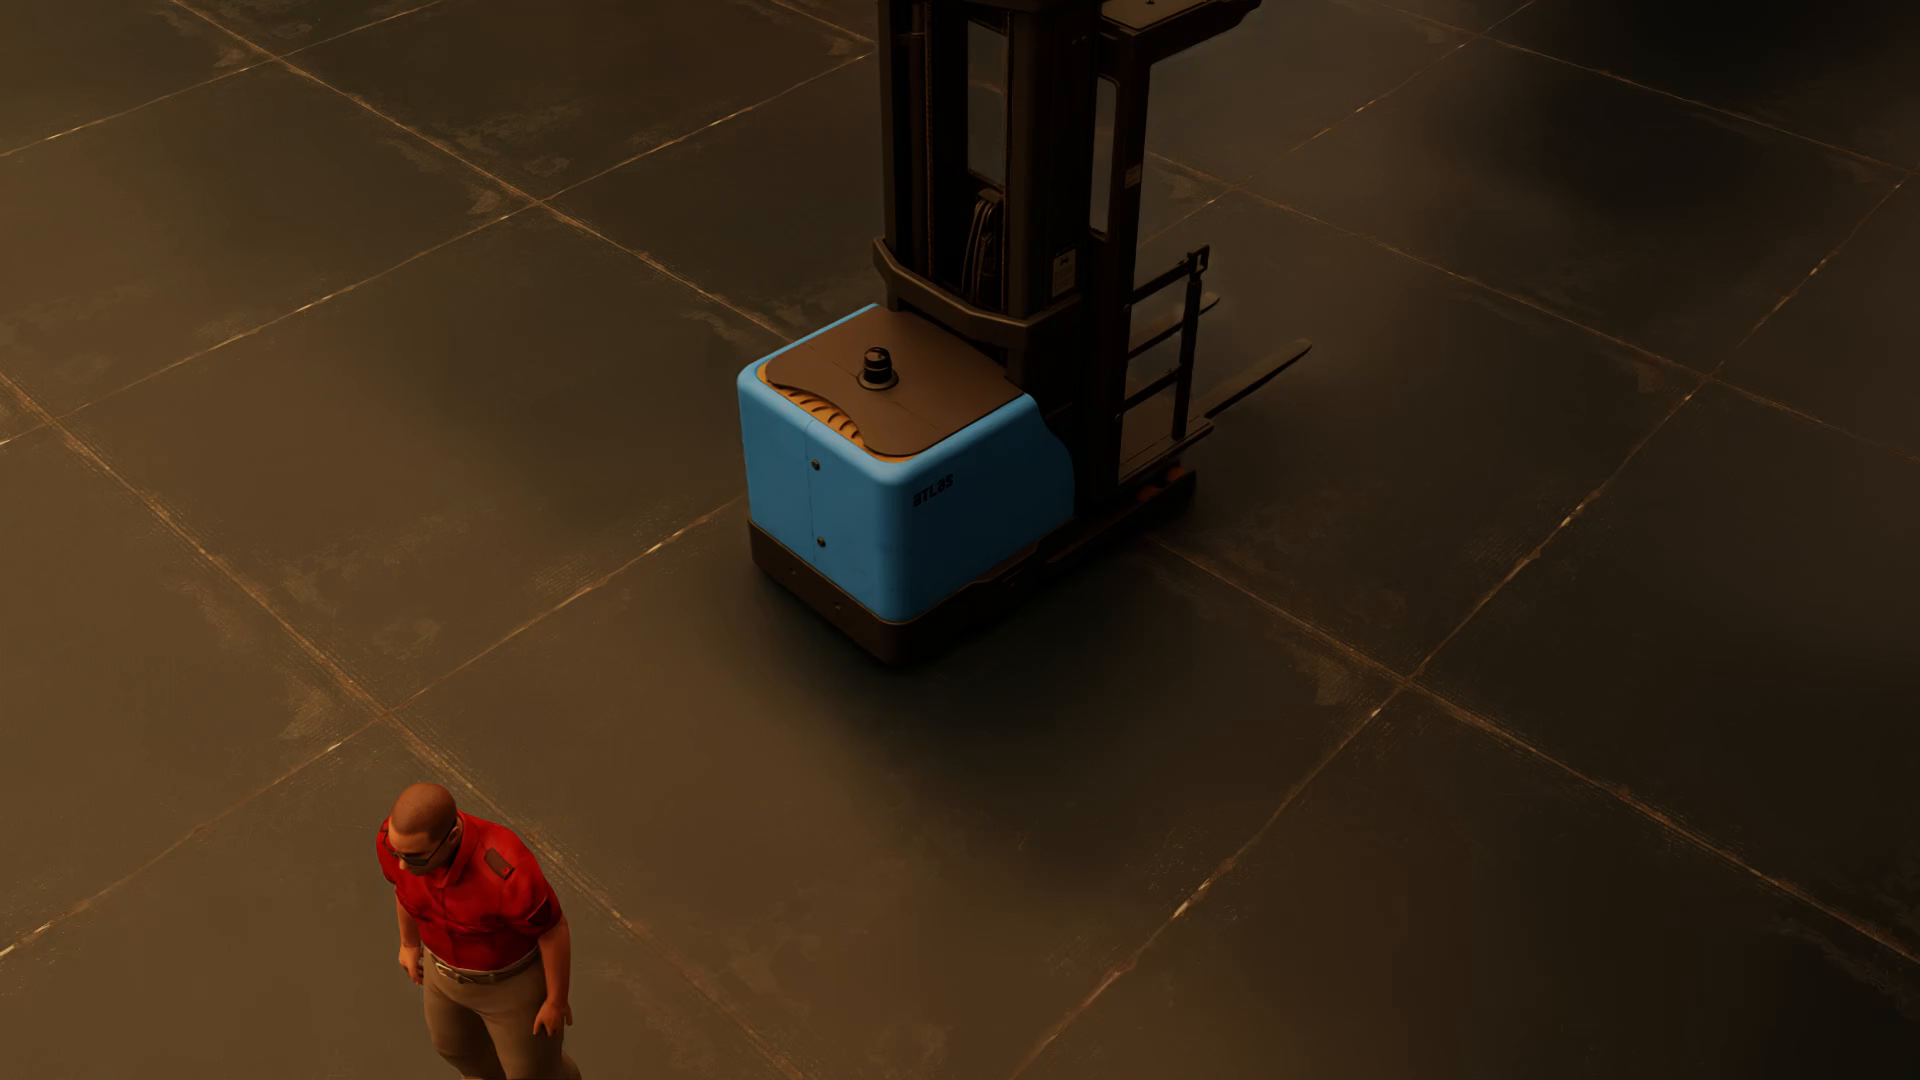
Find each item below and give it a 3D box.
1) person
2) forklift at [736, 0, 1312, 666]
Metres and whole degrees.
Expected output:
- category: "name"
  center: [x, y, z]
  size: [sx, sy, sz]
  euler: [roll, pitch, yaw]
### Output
- category: "person"
  center: [-1.393, 1.269, 4.874]
  size: [0.585, 1.725, 0.396]
  euler: [17, 43, 19]
- category: "forklift"
  center: [0.476, -1.427, 7.092]
  size: [3.031, 2.935, 1.130]
  euler: [-32, 50, -32]
